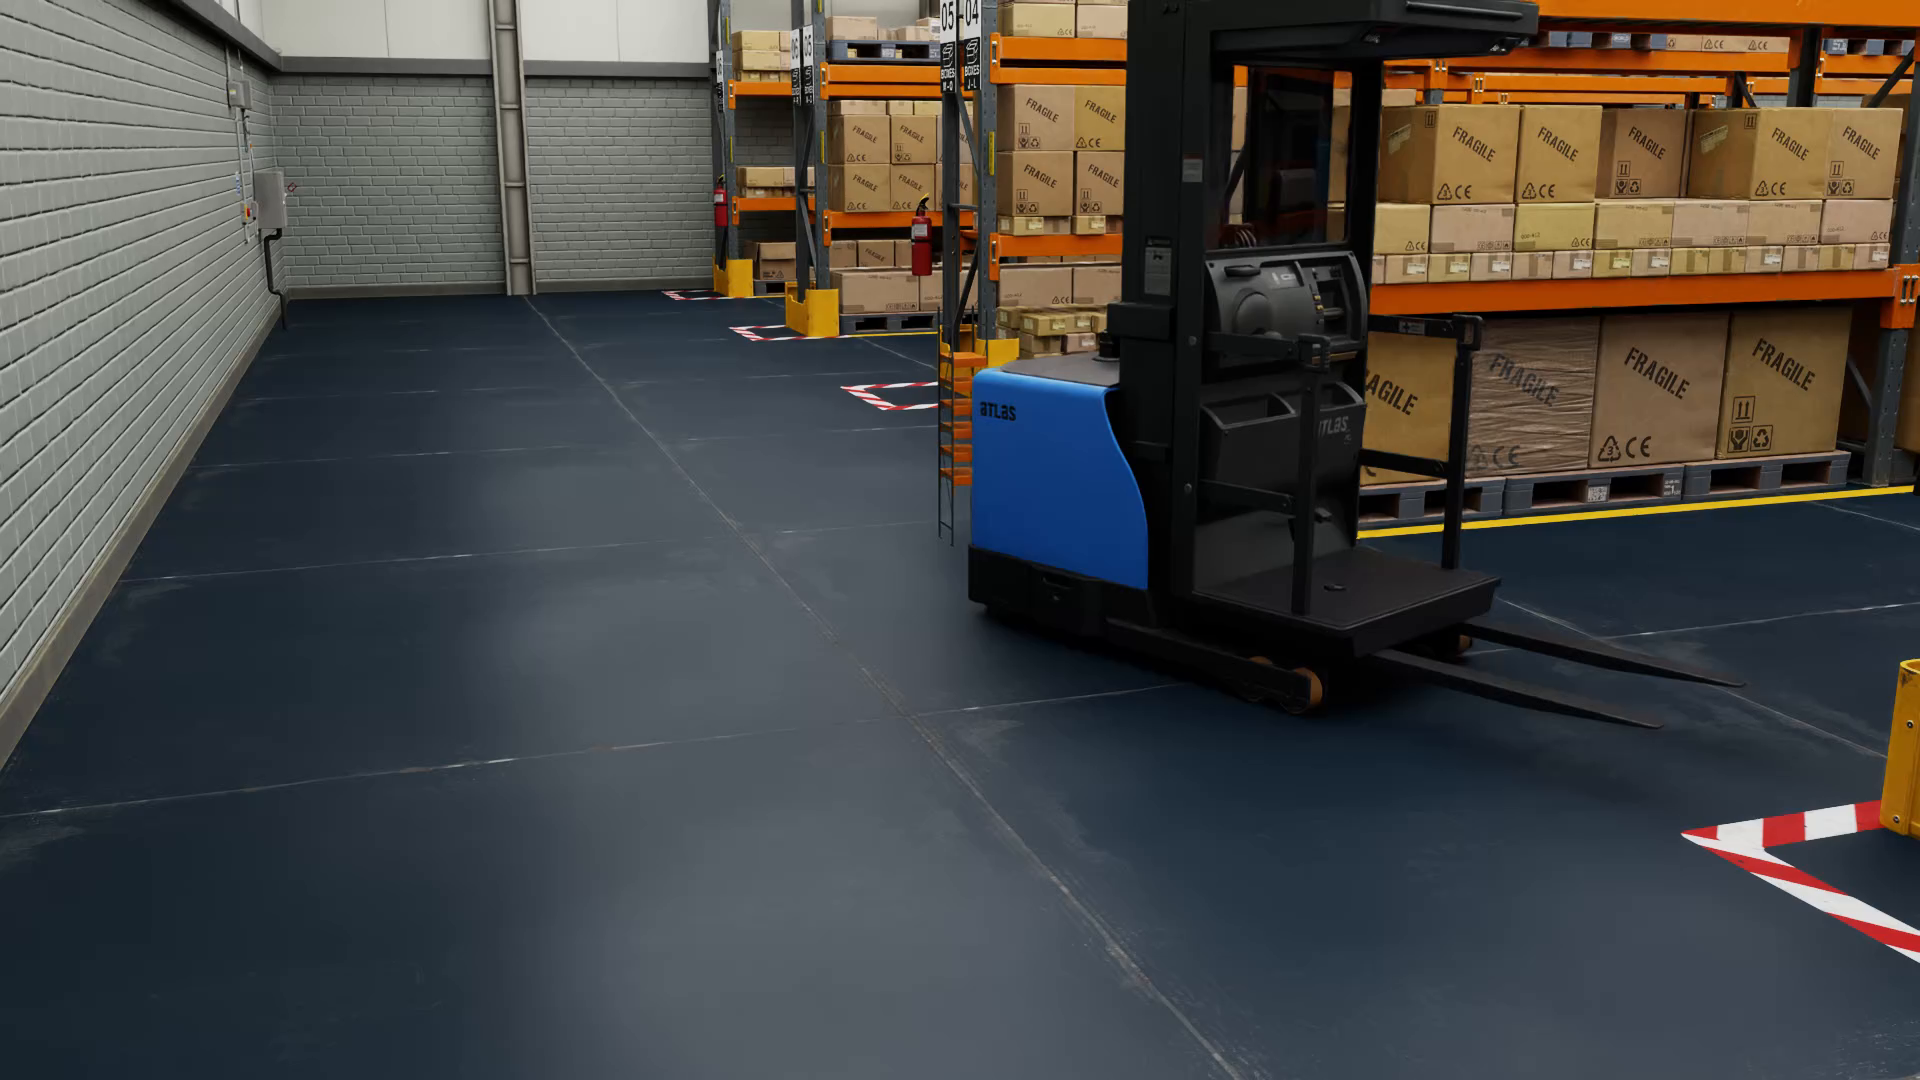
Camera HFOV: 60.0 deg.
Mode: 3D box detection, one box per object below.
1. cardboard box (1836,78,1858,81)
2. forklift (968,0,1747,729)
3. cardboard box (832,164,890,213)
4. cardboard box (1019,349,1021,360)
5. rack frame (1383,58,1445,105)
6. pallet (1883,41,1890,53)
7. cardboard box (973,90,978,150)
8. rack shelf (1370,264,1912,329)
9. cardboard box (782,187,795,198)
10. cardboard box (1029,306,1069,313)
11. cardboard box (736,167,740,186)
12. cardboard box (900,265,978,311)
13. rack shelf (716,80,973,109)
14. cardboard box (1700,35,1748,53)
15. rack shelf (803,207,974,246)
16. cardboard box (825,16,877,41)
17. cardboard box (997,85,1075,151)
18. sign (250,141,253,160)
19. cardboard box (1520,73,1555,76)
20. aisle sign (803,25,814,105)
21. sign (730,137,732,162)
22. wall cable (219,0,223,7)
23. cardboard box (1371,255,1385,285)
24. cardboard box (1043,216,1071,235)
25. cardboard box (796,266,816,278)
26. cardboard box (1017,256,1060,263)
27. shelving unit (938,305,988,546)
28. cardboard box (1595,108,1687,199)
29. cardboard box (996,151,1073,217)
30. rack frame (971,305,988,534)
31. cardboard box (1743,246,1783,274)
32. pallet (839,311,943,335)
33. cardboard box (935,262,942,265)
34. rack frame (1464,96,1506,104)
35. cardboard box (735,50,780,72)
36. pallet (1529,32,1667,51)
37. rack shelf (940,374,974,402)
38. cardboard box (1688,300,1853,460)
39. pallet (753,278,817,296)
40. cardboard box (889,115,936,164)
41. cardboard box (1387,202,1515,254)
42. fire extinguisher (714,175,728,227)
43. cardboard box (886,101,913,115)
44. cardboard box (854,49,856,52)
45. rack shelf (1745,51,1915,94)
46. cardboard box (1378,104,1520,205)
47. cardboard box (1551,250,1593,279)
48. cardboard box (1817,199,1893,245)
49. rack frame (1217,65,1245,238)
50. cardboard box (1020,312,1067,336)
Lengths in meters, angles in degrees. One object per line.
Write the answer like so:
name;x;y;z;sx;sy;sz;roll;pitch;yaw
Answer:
cardboard box;11.391;-6.024;21.548;0.250;0.149;0.380;-5;14;-19
forklift;1.404;-0.931;6.222;1.130;2.935;3.031;-12;18;-41
cardboard box;-1.060;-3.778;17.826;0.500;0.500;0.500;-5;14;-19
cardboard box;0.501;-1.580;14.057;0.250;0.149;0.380;-4;14;-17
rack frame;3.859;-2.973;14.661;0.127;3.000;1.000;-4;14;-18
pallet;9.303;-4.778;16.176;1.213;0.211;1.003;-4;14;-15
cardboard box;0.423;-3.446;13.630;0.500;0.500;0.500;-5;14;-19
rack shelf;3.450;-1.381;9.519;4.000;0.370;1.077;-4;14;-18
cardboard box;-2.330;-4.743;22.642;0.250;0.149;0.380;-5;14;-19
cardboard box;0.746;-1.886;14.056;0.250;0.149;0.380;-4;14;-17
cardboard box;-2.842;-5.009;22.899;0.500;0.250;0.500;-4;14;-16
cardboard box;-0.148;-2.854;18.790;0.875;0.438;0.875;-4;14;-17
rack shelf;-1.297;-6.102;22.885;4.000;0.370;1.077;-4;14;-18
cardboard box;6.721;-4.639;14.965;0.500;0.500;0.500;-4;14;-18
rack shelf;0.289;-3.554;18.657;4.000;0.370;1.077;-4;14;-18
cardboard box;-1.208;-5.449;17.786;0.500;0.250;0.500;-6;15;-23
cardboard box;0.578;-3.333;13.153;0.500;0.500;0.500;-5;14;-18
sign;-7.653;-4.181;17.953;0.001;0.242;0.339;-4;14;-18
cardboard box;6.877;-5.923;20.362;0.500;0.500;0.700;-4;14;-18
aisle sign;-1.582;-4.952;17.363;0.004;0.787;0.394;-4;14;-18
sign;-3.020;-5.147;21.928;0.005;0.325;0.100;-4;14;-18
wall cable;-6.908;-6.193;15.234;0.029;3.000;0.463;-4;14;-18
cardboard box;1.996;-1.415;8.651;0.250;0.149;0.380;-4;14;-17
cardboard box;0.708;-2.536;13.365;0.250;0.149;0.380;-4;14;-16
cardboard box;-2.168;-3.709;23.008;0.250;0.149;0.380;-5;14;-20
cardboard box;1.128;-4.115;23.953;0.500;0.500;0.500;-4;14;-16
shelving unit;0.014;-0.585;8.508;0.189;1.200;0.258;-4;14;-18
cardboard box;3.849;-2.261;9.729;0.500;0.500;0.500;-5;14;-20
cardboard box;0.582;-2.844;13.259;0.500;0.500;0.500;-4;14;-15
rack frame;0.100;-0.592;8.537;0.006;1.200;0.240;-4;14;-18
cardboard box;4.430;-1.605;9.450;0.250;0.149;0.380;-4;14;-17
pallet;-0.873;-2.476;18.596;1.213;0.211;1.003;-4;14;-18
cardboard box;-0.174;-3.882;23.483;0.258;0.266;0.396;-4;14;-16
rack frame;8.180;-5.730;26.252;0.127;3.000;1.000;-4;14;-18
cardboard box;-2.685;-6.349;22.050;0.500;0.250;0.500;-5;14;-19
pallet;5.460;-4.441;14.754;1.003;0.211;1.213;-4;14;-18
rack shelf;0.014;-0.775;8.463;0.180;0.103;0.258;-4;14;-18
cardboard box;4.694;-1.018;10.123;0.875;0.875;0.875;-4;14;-18
pallet;-2.366;-3.553;23.123;1.213;0.211;1.003;-4;14;-18
cardboard box;-0.573;-4.304;17.879;0.500;0.500;0.500;-5;14;-20
cardboard box;2.586;-1.671;8.866;0.500;0.250;0.500;-5;14;-19
fire extinguisher;-3.185;-4.514;22.109;0.183;0.674;0.296;-4;14;-18
cardboard box;-0.673;-4.602;17.728;0.250;0.149;0.380;-4;14;-16
cardboard box;-1.252;-6.710;22.489;0.500;0.250;0.500;-4;14;-17
rack shelf;9.546;-4.526;16.259;4.000;0.370;1.077;-4;14;-18
cardboard box;2.569;-2.033;8.767;0.500;0.500;0.500;-5;14;-19
cardboard box;3.214;-1.510;9.052;0.250;0.149;0.380;-5;14;-19
cardboard box;5.011;-1.860;9.661;0.500;0.250;0.500;-5;14;-19
rack frame;1.554;-1.583;8.816;0.127;3.000;1.000;-4;14;-18
cardboard box;0.673;-1.749;13.482;0.250;0.149;0.380;-5;14;-21
